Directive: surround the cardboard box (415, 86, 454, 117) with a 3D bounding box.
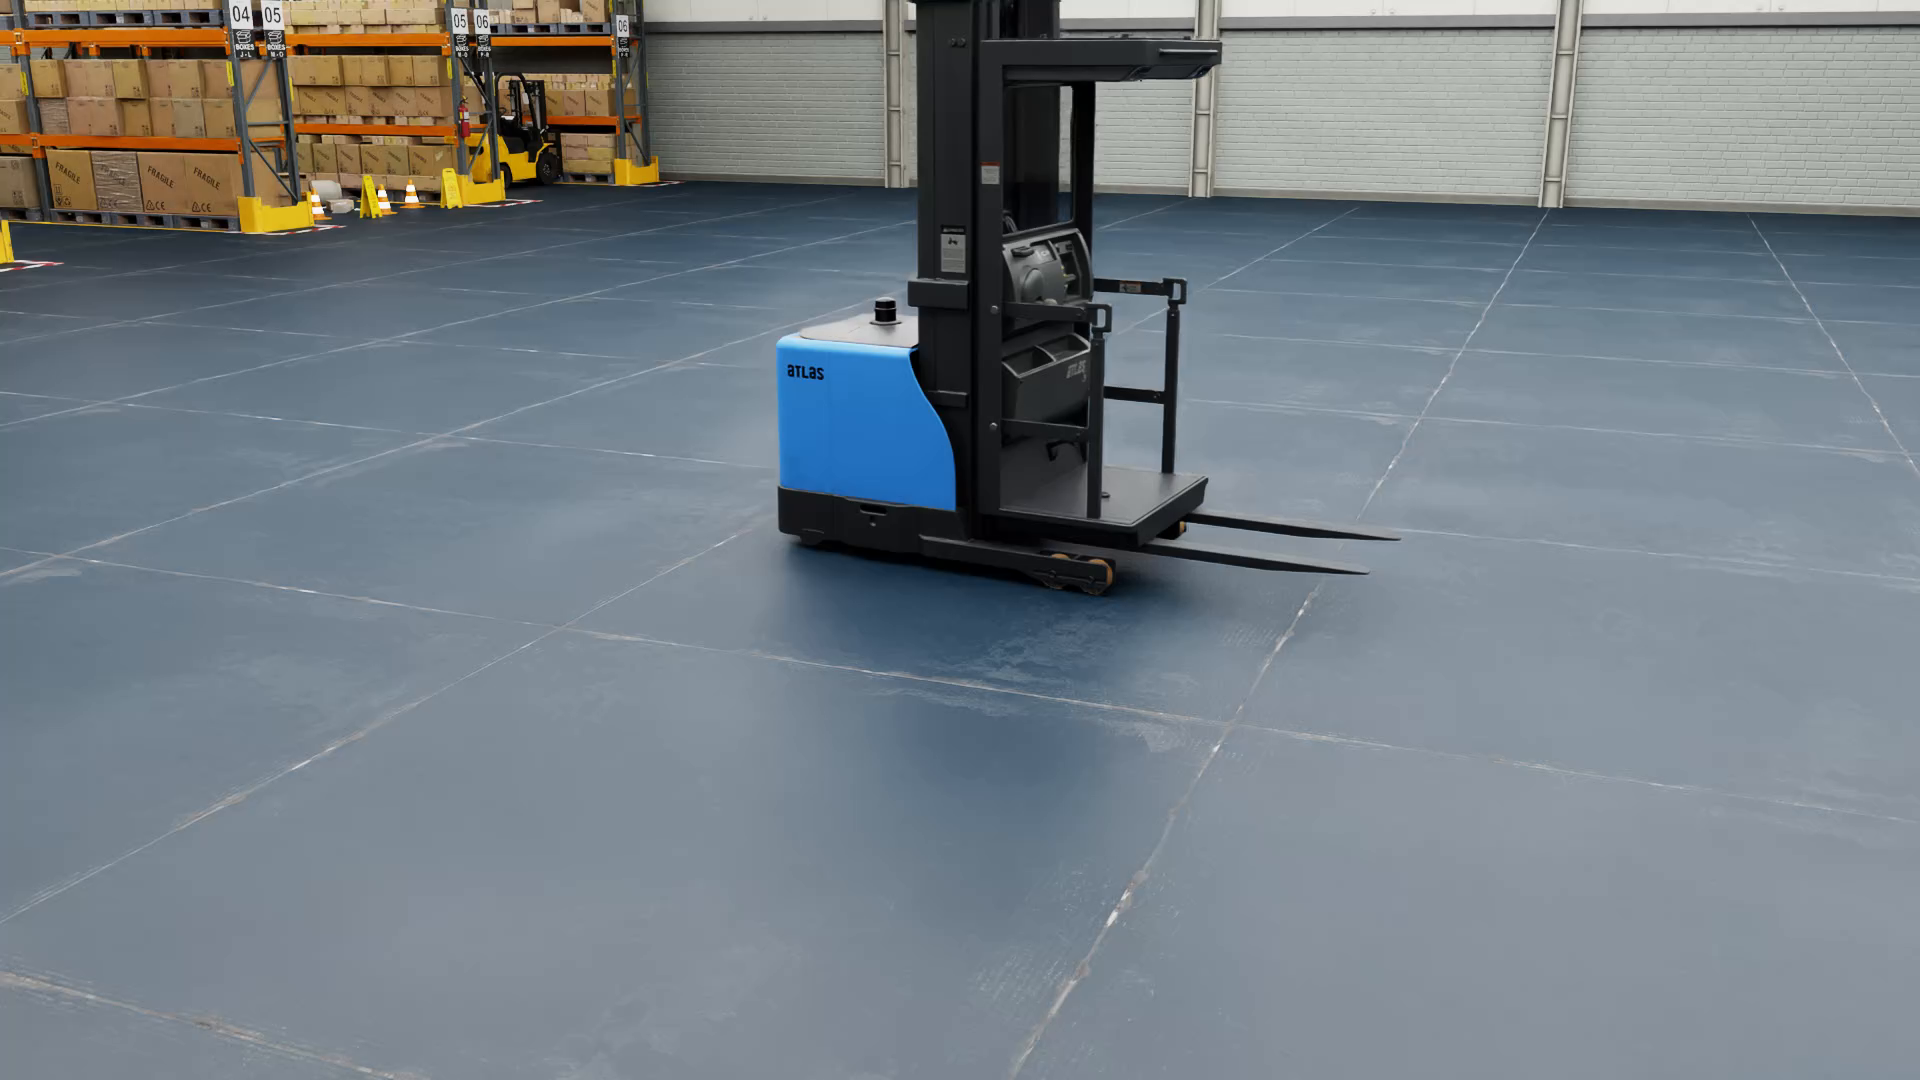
[{"bbox_3d":[-8.903,-7.477,28.334,0.500,0.500,0.500,6,17,20],"label":"cardboard box"}]

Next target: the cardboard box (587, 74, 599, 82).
[{"bbox_3d":[-7.131,-9.091,32.732,0.250,0.149,0.380,6,17,21],"label":"cardboard box"}]

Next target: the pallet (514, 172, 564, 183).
[{"bbox_3d":[-8.337,-7.443,33.932,1.213,0.211,1.003,6,17,21],"label":"pallet"}]

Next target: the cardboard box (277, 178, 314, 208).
[{"bbox_3d":[-10.860,-5.626,27.150,0.637,0.503,0.797,-5,17,-18],"label":"cardboard box"}]

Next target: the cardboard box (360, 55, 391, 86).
[{"bbox_3d":[-9.833,-8.048,28.508,0.500,0.500,0.700,6,17,20],"label":"cardboard box"}]

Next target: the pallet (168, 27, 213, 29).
[{"bbox_3d":[-13.519,-9.257,30.137,1.003,0.211,1.213,6,17,21],"label":"pallet"}]

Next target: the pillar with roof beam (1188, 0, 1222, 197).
[{"bbox_3d":[2.787,-9.431,25.020,0.400,9.000,9.100,6,17,21],"label":"pillar with roof beam"}]

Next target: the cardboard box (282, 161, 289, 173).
[{"bbox_3d":[-12.507,-6.704,30.344,0.625,0.372,0.950,7,17,21],"label":"cardboard box"}]

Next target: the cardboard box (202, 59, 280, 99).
[{"bbox_3d":[-10.350,-6.646,23.981,0.550,0.550,0.875,6,17,21],"label":"cardboard box"}]

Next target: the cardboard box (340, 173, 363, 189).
[{"bbox_3d":[-10.573,-6.356,29.367,0.500,0.250,0.500,6,17,20],"label":"cardboard box"}]

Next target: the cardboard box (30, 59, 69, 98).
[{"bbox_3d":[-13.410,-6.961,25.064,0.550,0.550,0.875,6,17,21],"label":"cardboard box"}]

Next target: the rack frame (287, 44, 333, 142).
[{"bbox_3d":[-13.922,-9.408,35.699,0.127,3.000,1.000,6,17,21],"label":"rack frame"}]

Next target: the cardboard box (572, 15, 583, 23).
[{"bbox_3d":[-7.362,-10.165,32.445,0.250,0.149,0.380,6,17,19],"label":"cardboard box"}]

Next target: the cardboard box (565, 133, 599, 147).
[{"bbox_3d":[-7.499,-7.968,33.124,0.500,0.250,0.500,7,17,22],"label":"cardboard box"}]

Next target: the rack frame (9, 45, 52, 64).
[{"bbox_3d":[-21.364,-10.226,38.518,0.127,3.000,1.000,6,17,21],"label":"rack frame"}]

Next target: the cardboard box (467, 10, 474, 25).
[{"bbox_3d":[-8.667,-8.934,28.421,0.500,0.250,0.500,6,17,20],"label":"cardboard box"}]

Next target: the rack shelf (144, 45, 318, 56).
[{"bbox_3d":[-15.782,-10.707,36.086,4.000,0.370,1.077,6,17,21],"label":"rack shelf"}]

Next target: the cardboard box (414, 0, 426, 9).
[{"bbox_3d":[-8.946,-8.999,27.931,0.250,0.149,0.380,7,17,22],"label":"cardboard box"}]

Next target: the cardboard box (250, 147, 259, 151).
[{"bbox_3d":[-15.343,-8.503,36.314,0.500,0.500,0.500,7,18,23],"label":"cardboard box"}]

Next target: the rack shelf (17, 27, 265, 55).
[{"bbox_3d":[-11.880,-7.307,24.374,4.000,0.370,1.077,6,17,21],"label":"rack shelf"}]

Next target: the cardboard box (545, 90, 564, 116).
[{"bbox_3d":[-7.990,-8.727,33.177,0.500,0.500,0.500,6,17,20],"label":"cardboard box"}]

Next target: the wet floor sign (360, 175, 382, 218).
[{"bbox_3d":[-9.266,-5.387,26.074,0.232,0.644,0.267,3,17,11],"label":"wet floor sign"}]

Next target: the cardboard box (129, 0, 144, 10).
[{"bbox_3d":[-11.635,-7.653,23.794,0.250,0.149,0.380,6,17,21],"label":"cardboard box"}]

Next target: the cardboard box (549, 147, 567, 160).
[{"bbox_3d":[-7.998,-7.781,33.377,0.500,0.250,0.500,6,17,19],"label":"cardboard box"}]

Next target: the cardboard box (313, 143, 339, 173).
[{"bbox_3d":[-11.066,-6.770,29.447,0.500,0.500,0.500,7,18,23],"label":"cardboard box"}]

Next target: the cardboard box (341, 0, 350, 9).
[{"bbox_3d":[-10.369,-9.159,28.483,0.250,0.149,0.380,7,17,22],"label":"cardboard box"}]

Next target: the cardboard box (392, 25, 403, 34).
[{"bbox_3d":[-9.421,-8.682,28.268,0.250,0.149,0.380,6,17,21],"label":"cardboard box"}]

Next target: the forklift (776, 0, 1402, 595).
[{"bbox_3d":[0.611,-1.320,7.965,3.031,2.935,1.130,8,18,26],"label":"forklift"}]

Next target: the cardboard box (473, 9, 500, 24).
[{"bbox_3d":[-9.516,-10.498,33.301,0.500,0.311,0.500,7,17,22],"label":"cardboard box"}]

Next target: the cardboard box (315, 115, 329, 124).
[{"bbox_3d":[-11.113,-7.409,29.264,0.250,0.149,0.380,7,18,22],"label":"cardboard box"}]

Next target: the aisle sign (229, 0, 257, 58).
[{"bbox_3d":[-10.064,-7.171,23.331,0.004,0.787,0.394,6,17,21],"label":"aisle sign"}]

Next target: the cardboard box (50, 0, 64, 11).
[{"bbox_3d":[-13.053,-7.809,24.330,0.250,0.149,0.380,6,17,21],"label":"cardboard box"}]

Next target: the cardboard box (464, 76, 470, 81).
[{"bbox_3d":[-10.013,-9.391,33.767,0.250,0.149,0.380,7,17,22],"label":"cardboard box"}]

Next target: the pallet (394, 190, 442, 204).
[{"bbox_3d":[-9.111,-6.063,29.178,1.213,0.211,1.003,6,17,21],"label":"pallet"}]

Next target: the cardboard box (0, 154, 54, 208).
[{"bbox_3d":[-14.351,-5.578,25.790,0.750,0.750,1.050,6,17,20],"label":"cardboard box"}]

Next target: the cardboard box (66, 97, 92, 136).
[{"bbox_3d":[-12.873,-6.404,25.082,0.550,0.550,0.875,6,17,21],"label":"cardboard box"}]

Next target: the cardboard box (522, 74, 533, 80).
[{"bbox_3d":[-8.547,-9.259,33.311,0.250,0.149,0.380,6,17,21],"label":"cardboard box"}]

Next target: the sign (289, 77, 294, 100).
[{"bbox_3d":[-9.810,-6.605,24.349,0.005,0.325,0.100,6,17,21],"label":"sign"}]

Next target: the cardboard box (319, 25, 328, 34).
[{"bbox_3d":[-10.861,-8.831,28.783,0.250,0.149,0.380,6,17,19],"label":"cardboard box"}]

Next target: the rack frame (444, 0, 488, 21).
[{"bbox_3d":[-8.297,-10.183,27.608,0.127,3.000,1.000,6,17,21],"label":"rack frame"}]

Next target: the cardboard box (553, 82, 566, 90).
[{"bbox_3d":[-7.865,-9.016,33.007,0.250,0.149,0.380,6,17,19],"label":"cardboard box"}]

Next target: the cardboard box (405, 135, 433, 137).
[{"bbox_3d":[-11.409,-8.192,35.016,0.625,0.625,0.875,6,17,20],"label":"cardboard box"}]

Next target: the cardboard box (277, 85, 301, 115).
[{"bbox_3d":[-11.711,-7.784,29.395,0.500,0.500,0.500,6,17,20],"label":"cardboard box"}]

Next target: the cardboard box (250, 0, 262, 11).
[{"bbox_3d":[-10.221,-7.695,23.938,0.250,0.149,0.380,6,17,21],"label":"cardboard box"}]

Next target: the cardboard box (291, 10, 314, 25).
[{"bbox_3d":[-11.226,-9.056,28.842,0.500,0.250,0.500,6,17,20],"label":"cardboard box"}]

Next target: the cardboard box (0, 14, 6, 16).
[{"bbox_3d":[-17.889,-9.829,31.258,0.258,0.266,0.396,8,18,25],"label":"cardboard box"}]

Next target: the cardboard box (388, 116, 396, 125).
[{"bbox_3d":[-9.668,-7.274,28.799,0.250,0.149,0.380,7,17,21],"label":"cardboard box"}]

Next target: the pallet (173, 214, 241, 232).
[{"bbox_3d":[-10.792,-4.730,24.587,1.213,0.211,1.003,6,17,21],"label":"pallet"}]

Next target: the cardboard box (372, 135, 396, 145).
[{"bbox_3d":[-9.982,-6.943,28.879,0.250,0.149,0.380,7,18,23],"label":"cardboard box"}]
